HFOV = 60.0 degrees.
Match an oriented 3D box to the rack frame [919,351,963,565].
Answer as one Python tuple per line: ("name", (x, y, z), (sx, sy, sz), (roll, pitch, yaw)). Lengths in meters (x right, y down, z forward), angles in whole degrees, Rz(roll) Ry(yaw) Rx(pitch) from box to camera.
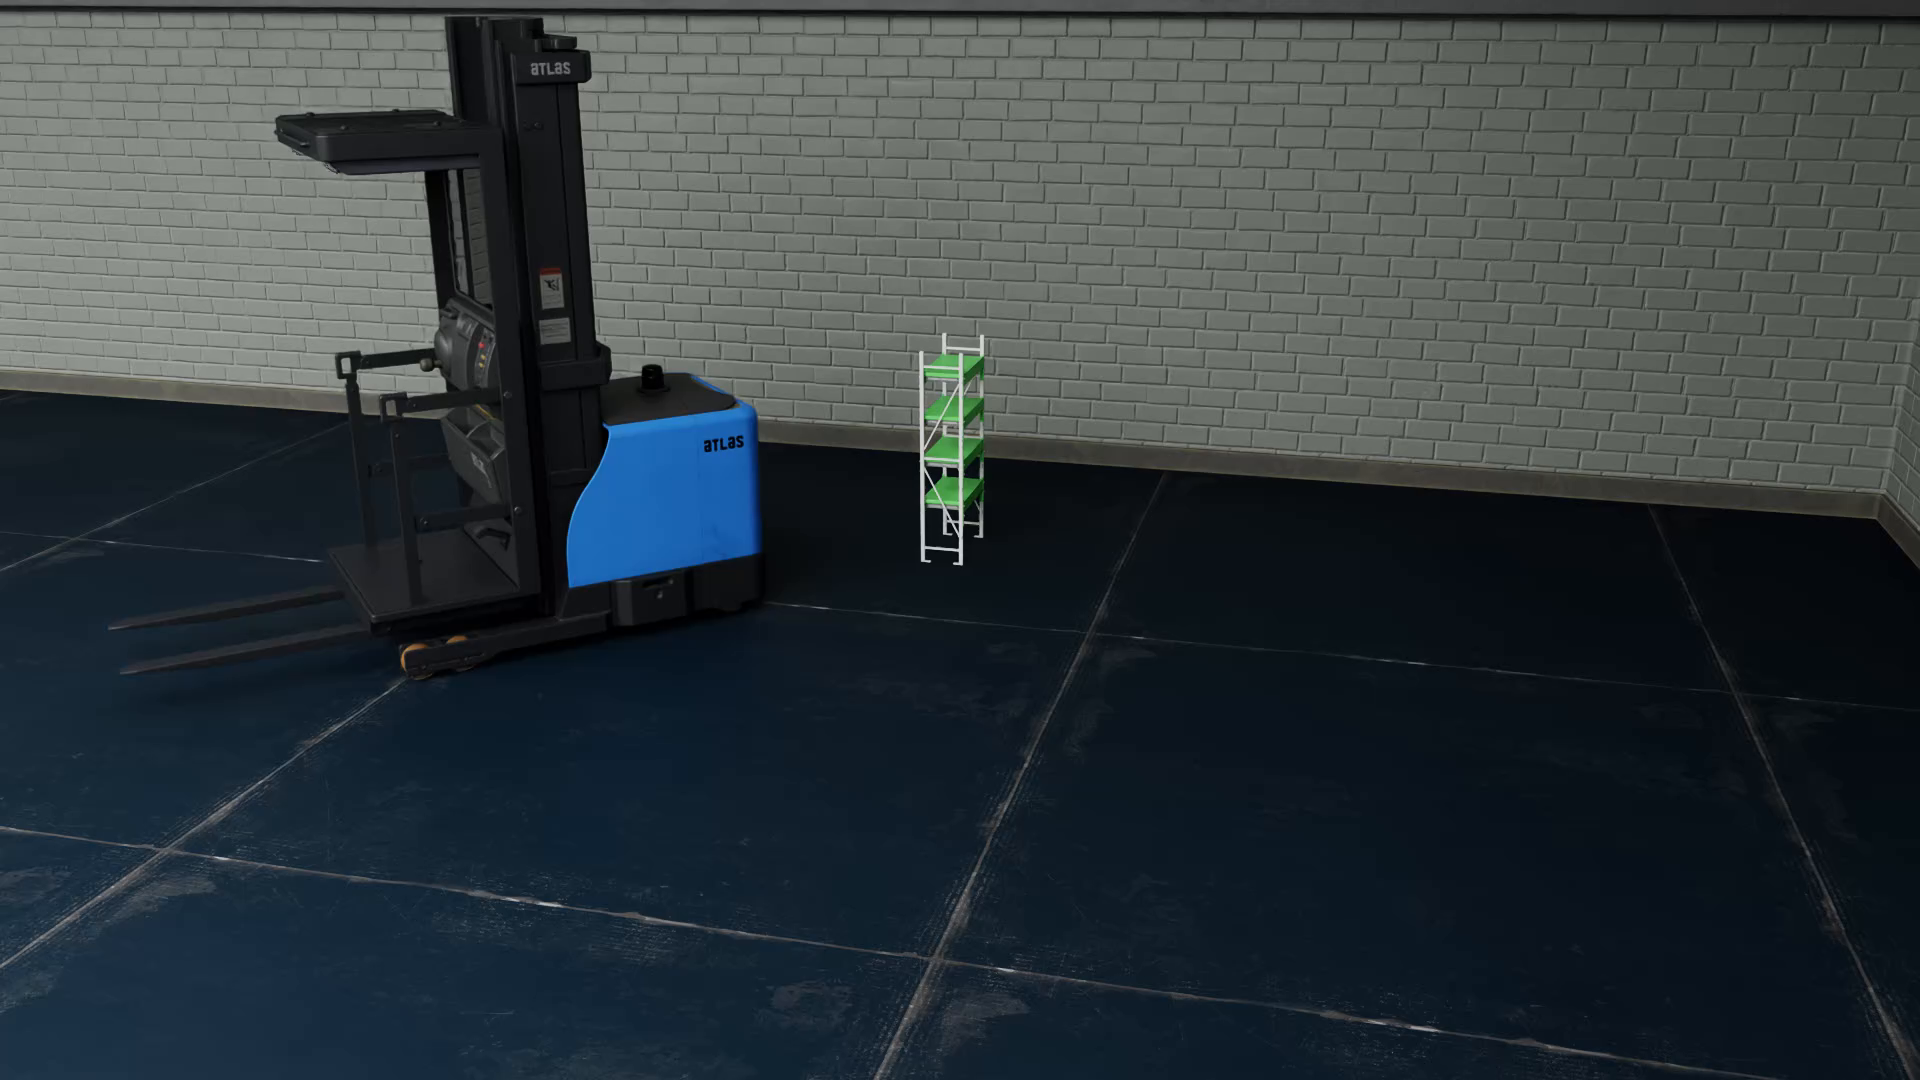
("rack frame", (-0.100, -0.439, 9.118), (0.240, 1.200, 0.015), (5, 19, 13))

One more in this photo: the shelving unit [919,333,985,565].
("shelving unit", (-0.040, -0.516, 9.342), (0.258, 1.200, 0.503), (5, 19, 13))

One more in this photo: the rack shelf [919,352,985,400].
("rack shelf", (-0.040, -0.910, 9.207), (0.258, 0.148, 0.480), (5, 19, 13))

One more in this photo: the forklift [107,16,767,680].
("forklift", (-2.537, -0.929, 7.873), (3.031, 2.935, 1.130), (-11, 22, -28))

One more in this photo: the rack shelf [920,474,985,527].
("rack shelf", (-0.040, -0.228, 9.440), (0.258, 0.148, 0.480), (5, 19, 13))

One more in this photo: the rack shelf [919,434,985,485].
("rack shelf", (-0.040, -0.455, 9.362), (0.258, 0.148, 0.480), (5, 19, 13))

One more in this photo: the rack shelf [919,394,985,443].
("rack shelf", (-0.040, -0.683, 9.285), (0.258, 0.148, 0.480), (5, 19, 13))

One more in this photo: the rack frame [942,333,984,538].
("rack frame", (0.019, -0.592, 9.566), (0.240, 1.200, 0.015), (5, 19, 13))
